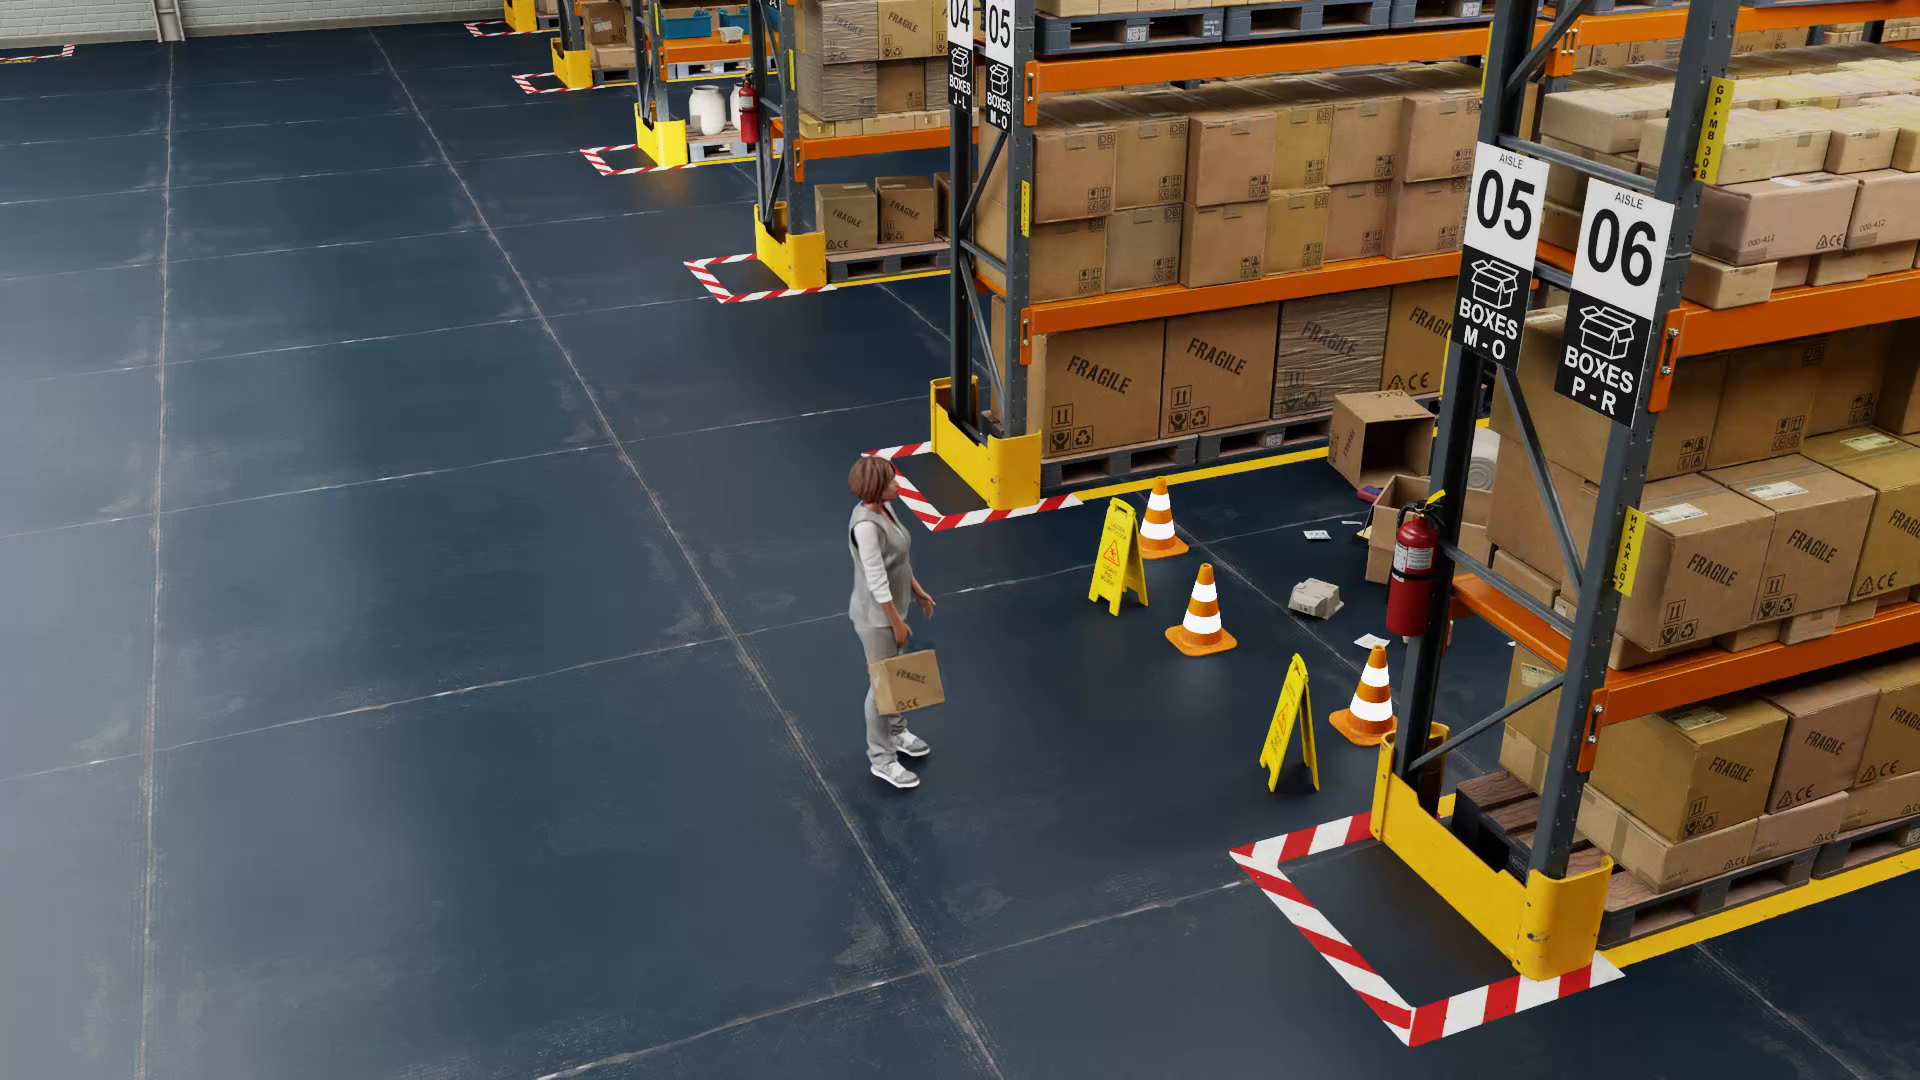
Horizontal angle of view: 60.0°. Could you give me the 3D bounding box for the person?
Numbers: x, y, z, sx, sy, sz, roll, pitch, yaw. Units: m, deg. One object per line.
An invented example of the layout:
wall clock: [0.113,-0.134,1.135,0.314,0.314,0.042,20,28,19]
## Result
person: [-0.330,0.369,7.839,0.403,1.607,0.478,2,26,5]
